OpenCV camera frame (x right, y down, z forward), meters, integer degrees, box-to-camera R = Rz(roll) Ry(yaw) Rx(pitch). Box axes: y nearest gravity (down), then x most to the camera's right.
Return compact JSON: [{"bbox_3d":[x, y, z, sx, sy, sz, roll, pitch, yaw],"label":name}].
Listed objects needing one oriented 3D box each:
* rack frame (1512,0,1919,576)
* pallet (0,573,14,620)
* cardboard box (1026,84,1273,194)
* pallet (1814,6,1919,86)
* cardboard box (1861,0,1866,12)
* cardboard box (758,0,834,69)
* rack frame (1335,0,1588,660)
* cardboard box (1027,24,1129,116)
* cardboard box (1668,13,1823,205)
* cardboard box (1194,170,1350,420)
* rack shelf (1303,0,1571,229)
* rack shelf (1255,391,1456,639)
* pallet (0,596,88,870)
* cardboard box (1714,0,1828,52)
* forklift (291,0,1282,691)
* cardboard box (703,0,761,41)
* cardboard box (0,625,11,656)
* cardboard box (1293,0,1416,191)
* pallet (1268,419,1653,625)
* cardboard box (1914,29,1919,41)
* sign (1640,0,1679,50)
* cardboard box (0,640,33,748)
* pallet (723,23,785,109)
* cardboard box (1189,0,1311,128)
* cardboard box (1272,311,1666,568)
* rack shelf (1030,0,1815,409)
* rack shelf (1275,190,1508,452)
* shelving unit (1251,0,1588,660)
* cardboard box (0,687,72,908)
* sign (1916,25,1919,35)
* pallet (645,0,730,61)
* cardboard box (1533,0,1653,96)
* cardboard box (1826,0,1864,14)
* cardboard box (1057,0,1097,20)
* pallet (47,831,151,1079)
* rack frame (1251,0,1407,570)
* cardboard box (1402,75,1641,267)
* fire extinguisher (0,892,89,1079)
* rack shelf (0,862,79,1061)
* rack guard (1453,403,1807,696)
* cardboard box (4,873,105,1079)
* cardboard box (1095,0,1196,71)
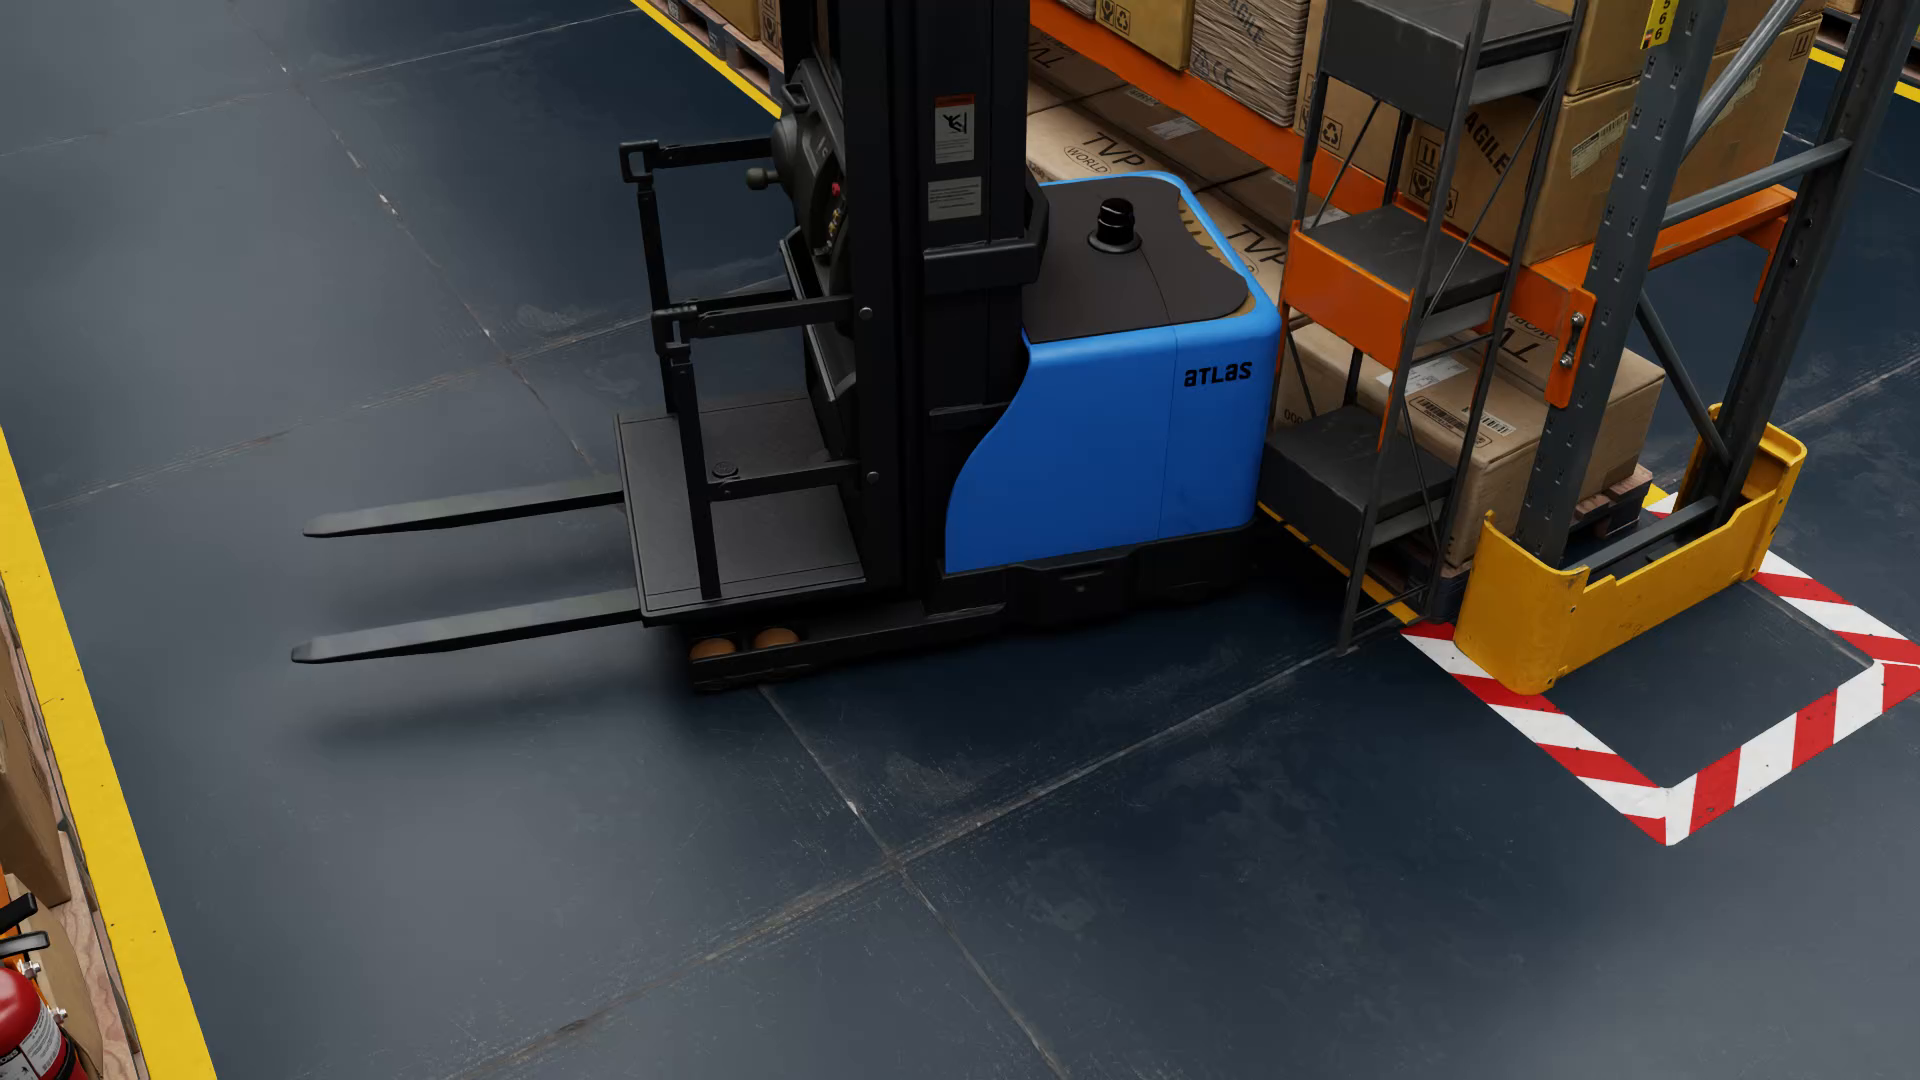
[{"bbox_3d":[2.136,-0.958,4.556,1.000,3.000,0.127,-22,45,-24],"label":"rack frame"},{"bbox_3d":[-3.830,0.036,5.542,1.003,0.211,1.213,-22,45,-24],"label":"pallet"},{"bbox_3d":[0.714,-1.435,6.803,0.875,0.438,0.875,-24,45,-26],"label":"cardboard box"},{"bbox_3d":[5.155,-2.795,8.939,1.003,0.211,1.213,-22,45,-24],"label":"pallet"},{"bbox_3d":[4.967,-2.833,8.705,0.380,0.149,0.250,-21,44,-23],"label":"cardboard box"},{"bbox_3d":[-0.416,-2.769,8.062,0.875,0.875,0.875,-21,44,-23],"label":"cardboard box"},{"bbox_3d":[1.375,-0.527,4.660,0.400,2.100,0.015,-20,42,-26],"label":"rack frame"},{"bbox_3d":[0.232,-1.918,7.382,0.875,0.438,0.875,-23,45,-25],"label":"cardboard box"},{"bbox_3d":[2.120,-1.354,4.954,0.500,0.500,0.500,-23,45,-25],"label":"cardboard box"},{"bbox_3d":[1.197,-0.948,6.218,0.875,0.438,0.875,-21,44,-23],"label":"cardboard box"},{"bbox_3d":[1.262,-1.201,4.407,0.431,0.518,0.480,-20,42,-26],"label":"rack shelf"},{"bbox_3d":[1.224,-0.085,5.252,0.431,0.518,0.480,-20,42,-26],"label":"rack shelf"},{"bbox_3d":[-3.170,0.695,4.751,1.003,0.211,1.213,-22,45,-24],"label":"pallet"},{"bbox_3d":[2.118,-1.738,4.633,0.500,0.500,0.500,-23,45,-25],"label":"cardboard box"},{"bbox_3d":[-0.607,-1.031,4.698,3.031,2.935,1.130,-9,41,-11],"label":"forklift"},{"bbox_3d":[-0.908,-3.254,8.644,0.875,0.875,0.875,-21,44,-23],"label":"cardboard box"},{"bbox_3d":[-3.281,0.154,4.847,0.700,0.500,0.500,-24,45,-26],"label":"cardboard box"},{"bbox_3d":[1.396,-1.442,5.059,0.500,0.500,0.500,-23,45,-25],"label":"cardboard box"},{"bbox_3d":[1.640,-0.291,5.935,1.003,0.211,1.213,-22,45,-24],"label":"pallet"},{"bbox_3d":[5.039,-2.670,8.510,0.380,0.149,0.250,-21,44,-24],"label":"cardboard box"},{"bbox_3d":[1.671,-1.314,3.895,0.100,0.325,0.005,-22,45,-24],"label":"sign"},{"bbox_3d":[-2.923,0.394,4.558,0.500,0.500,0.500,-21,44,-24],"label":"cardboard box"},{"bbox_3d":[-0.493,-2.436,8.509,1.003,0.211,1.213,-22,45,-24],"label":"pallet"},{"bbox_3d":[1.111,-1.716,5.388,0.500,0.500,0.500,-21,44,-23],"label":"cardboard box"},{"bbox_3d":[1.697,-0.457,5.628,0.875,0.438,0.875,-24,45,-26],"label":"cardboard box"},{"bbox_3d":[1.060,-1.761,6.082,1.077,0.370,4.000,-22,45,-24],"label":"rack shelf"},{"bbox_3d":[1.243,-0.643,4.830,0.431,0.518,0.480,-20,42,-26],"label":"rack shelf"},{"bbox_3d":[1.244,-0.654,4.822,0.431,2.100,0.503,-20,42,-26],"label":"shelving unit"},{"bbox_3d":[-2.723,0.714,4.174,0.700,0.500,0.500,-20,44,-23],"label":"cardboard box"},{"bbox_3d":[2.607,-1.509,4.479,0.100,0.325,0.005,-22,45,-24],"label":"sign"},{"bbox_3d":[-1.154,-3.095,9.300,1.003,0.211,1.213,-22,45,-24],"label":"pallet"},{"bbox_3d":[1.676,-1.559,4.418,0.500,0.500,0.500,-21,44,-23],"label":"cardboard box"},{"bbox_3d":[4.761,-2.948,8.844,0.380,0.149,0.250,-23,45,-26],"label":"cardboard box"},{"bbox_3d":[0.546,-2.268,6.051,0.500,0.500,0.500,-22,45,-24],"label":"cardboard box"},{"bbox_3d":[-2.518,1.353,3.962,1.003,0.211,1.213,-22,45,-24],"label":"pallet"},{"bbox_3d":[1.112,-0.781,4.983,0.400,2.100,0.015,-20,42,-26],"label":"rack frame"},{"bbox_3d":[1.653,-1.166,4.728,0.500,0.500,0.500,-22,45,-24],"label":"cardboard box"},{"bbox_3d":[-1.579,0.846,2.743,0.296,0.674,0.183,-22,45,-24],"label":"fire extinguisher"},{"bbox_3d":[-3.123,-0.050,4.029,1.077,0.370,4.000,-22,45,-24],"label":"rack shelf"},{"bbox_3d":[2.149,0.015,5.341,1.175,0.500,0.348,-22,45,-24],"label":"rack guard"},{"bbox_3d":[-2.296,1.188,3.604,0.797,0.503,0.637,-24,45,-26],"label":"cardboard box"},{"bbox_3d":[0.823,-1.990,5.717,0.500,0.500,0.500,-21,44,-23],"label":"cardboard box"}]
